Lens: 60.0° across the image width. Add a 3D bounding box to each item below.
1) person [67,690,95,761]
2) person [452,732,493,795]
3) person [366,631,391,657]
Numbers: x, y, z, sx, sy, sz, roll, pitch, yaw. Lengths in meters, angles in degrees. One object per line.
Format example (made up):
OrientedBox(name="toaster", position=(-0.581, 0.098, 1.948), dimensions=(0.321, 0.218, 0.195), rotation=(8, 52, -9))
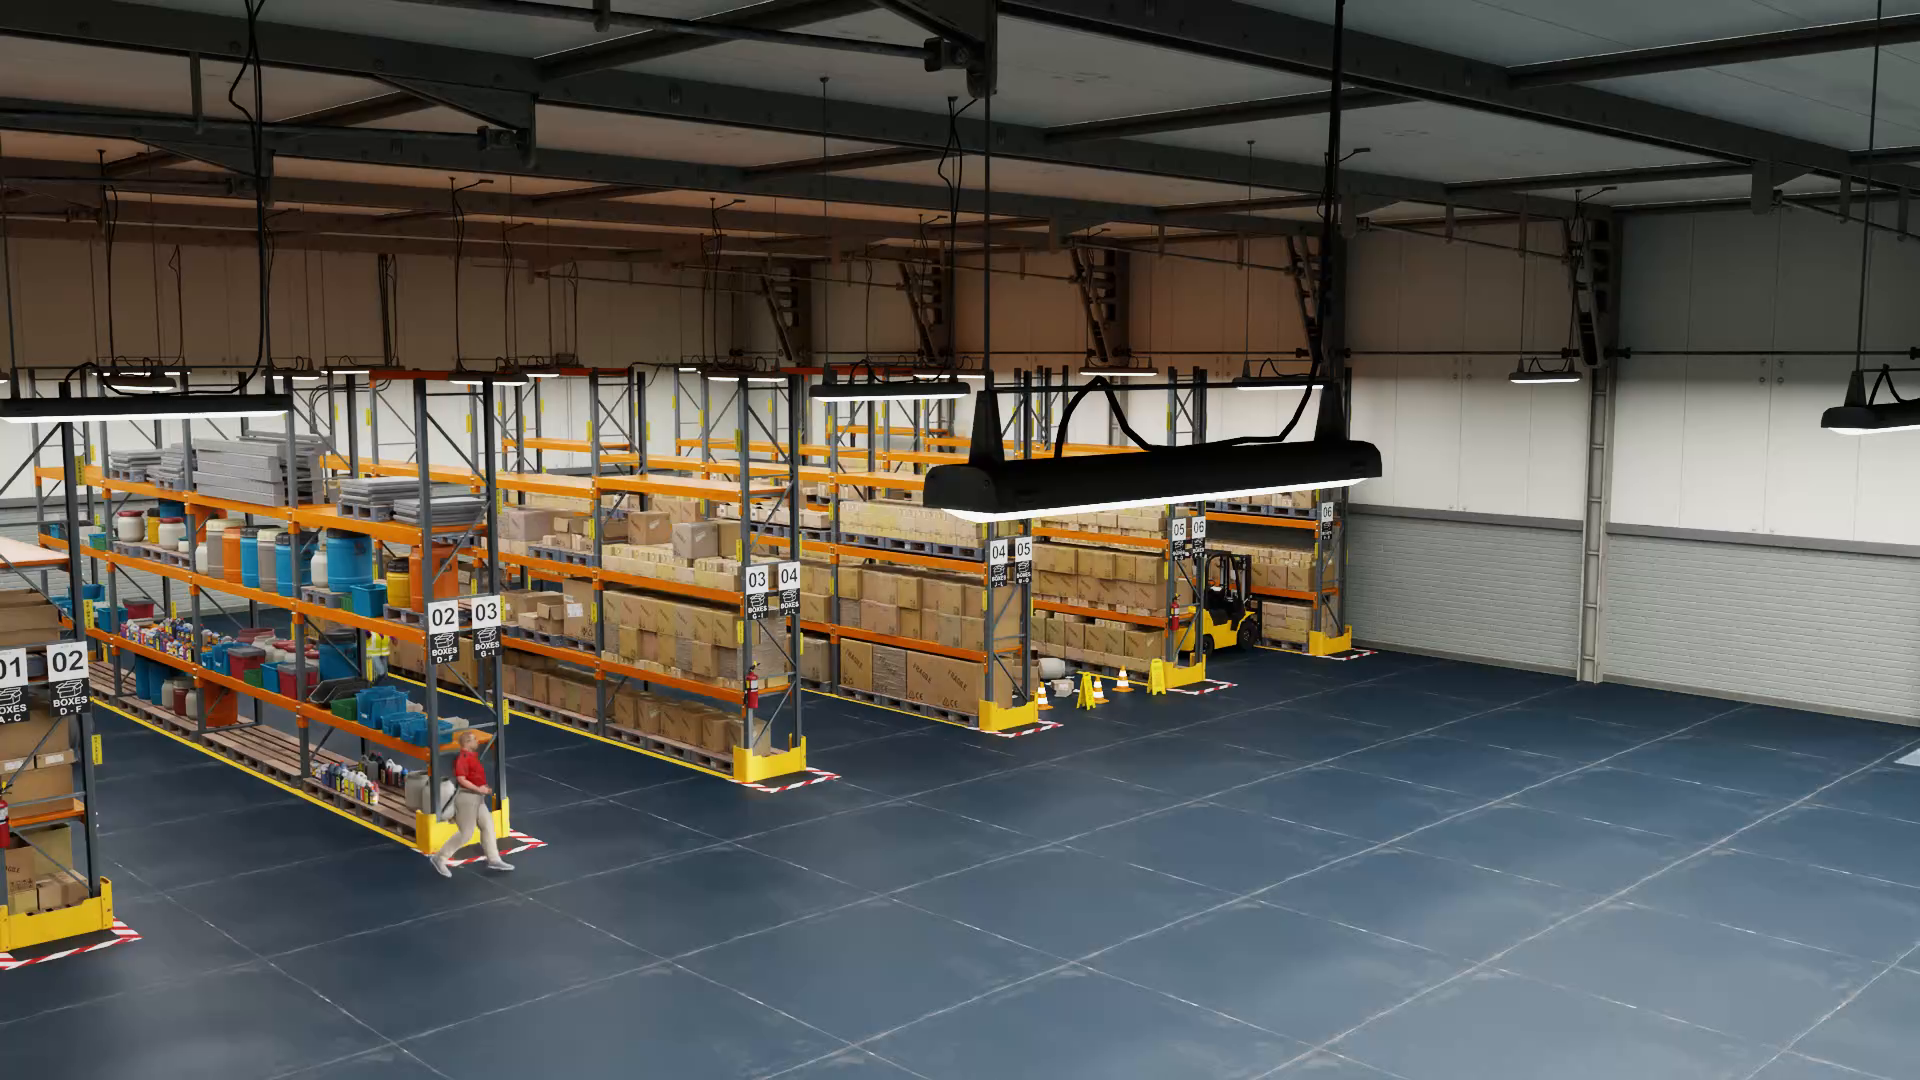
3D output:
OrientedBox(name="person", position=(-13.594, 2.732, 25.581), dimensions=(0.605, 1.434, 0.513), rotation=(6, 9, 41))
OrientedBox(name="person", position=(-5.946, 2.790, 20.242), dimensions=(0.500, 0.899, 0.728), rotation=(-1, 7, -13))
OrientedBox(name="person", position=(-10.441, 1.668, 29.900), dimensions=(0.435, 0.868, 0.475), rotation=(6, 9, 44))
